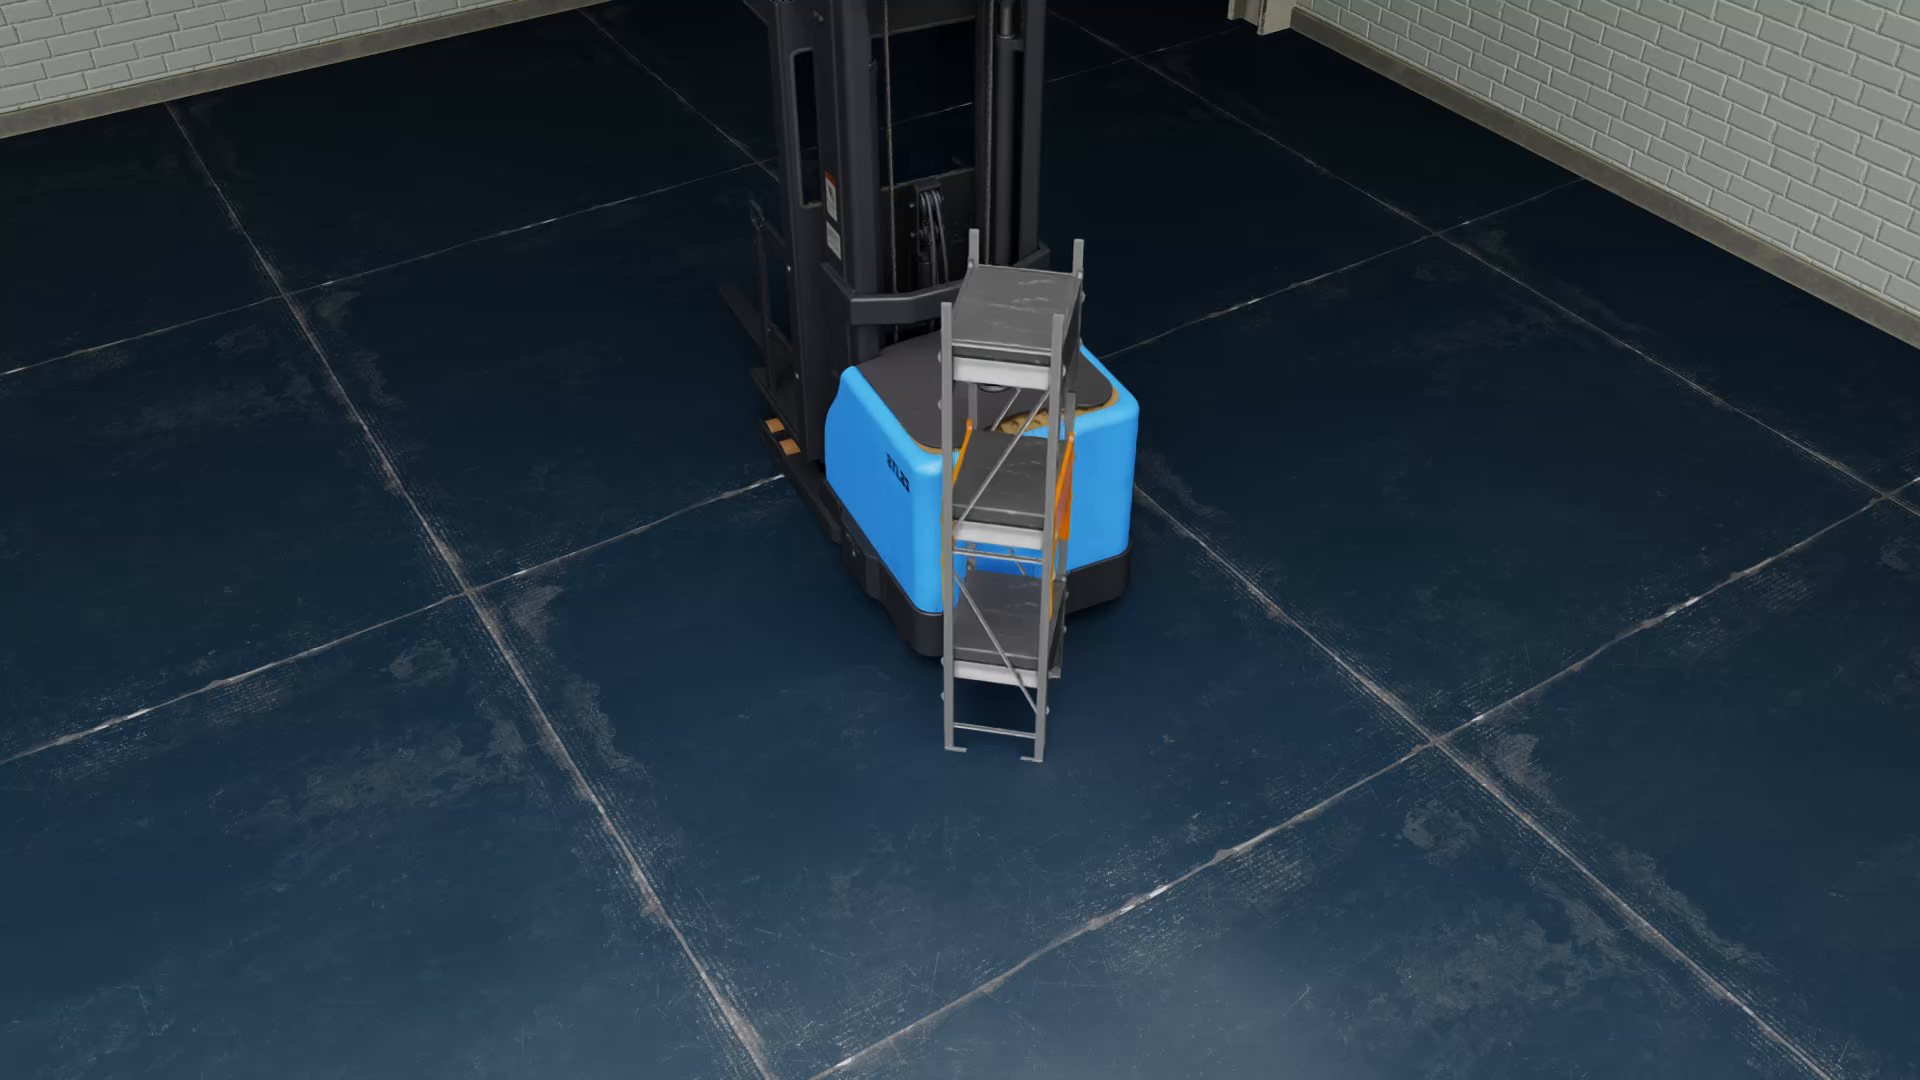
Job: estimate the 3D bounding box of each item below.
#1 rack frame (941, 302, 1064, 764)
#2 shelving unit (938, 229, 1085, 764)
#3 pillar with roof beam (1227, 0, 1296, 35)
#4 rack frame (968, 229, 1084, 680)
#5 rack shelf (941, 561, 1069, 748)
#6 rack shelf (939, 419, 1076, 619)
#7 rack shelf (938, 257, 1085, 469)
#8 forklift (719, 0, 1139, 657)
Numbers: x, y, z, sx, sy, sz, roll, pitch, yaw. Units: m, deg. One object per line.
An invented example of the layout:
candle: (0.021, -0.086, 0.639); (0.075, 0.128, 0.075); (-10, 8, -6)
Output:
rack frame: (0.136, 0.062, 6.035); (0.400, 2.100, 0.015); (7, 40, 8)
shelving unit: (0.183, -0.091, 6.219); (0.431, 2.100, 0.503); (7, 40, 8)
pillar with roof beam: (-1.399, -5.832, 7.719); (9.100, 9.000, 0.400); (-22, 45, -24)
rack frame: (0.229, -0.245, 6.403); (0.400, 2.100, 0.015); (7, 40, 8)
rack shelf: (0.183, 0.457, 6.676); (0.431, 0.518, 0.480); (7, 40, 8)
rack shelf: (0.183, -0.081, 6.228); (0.431, 0.518, 0.480); (7, 40, 8)
rack shelf: (0.183, -0.618, 5.780); (0.431, 0.518, 0.480); (7, 40, 8)
forklift: (-0.351, -1.570, 7.344); (1.130, 2.935, 3.031); (-17, 43, -20)
